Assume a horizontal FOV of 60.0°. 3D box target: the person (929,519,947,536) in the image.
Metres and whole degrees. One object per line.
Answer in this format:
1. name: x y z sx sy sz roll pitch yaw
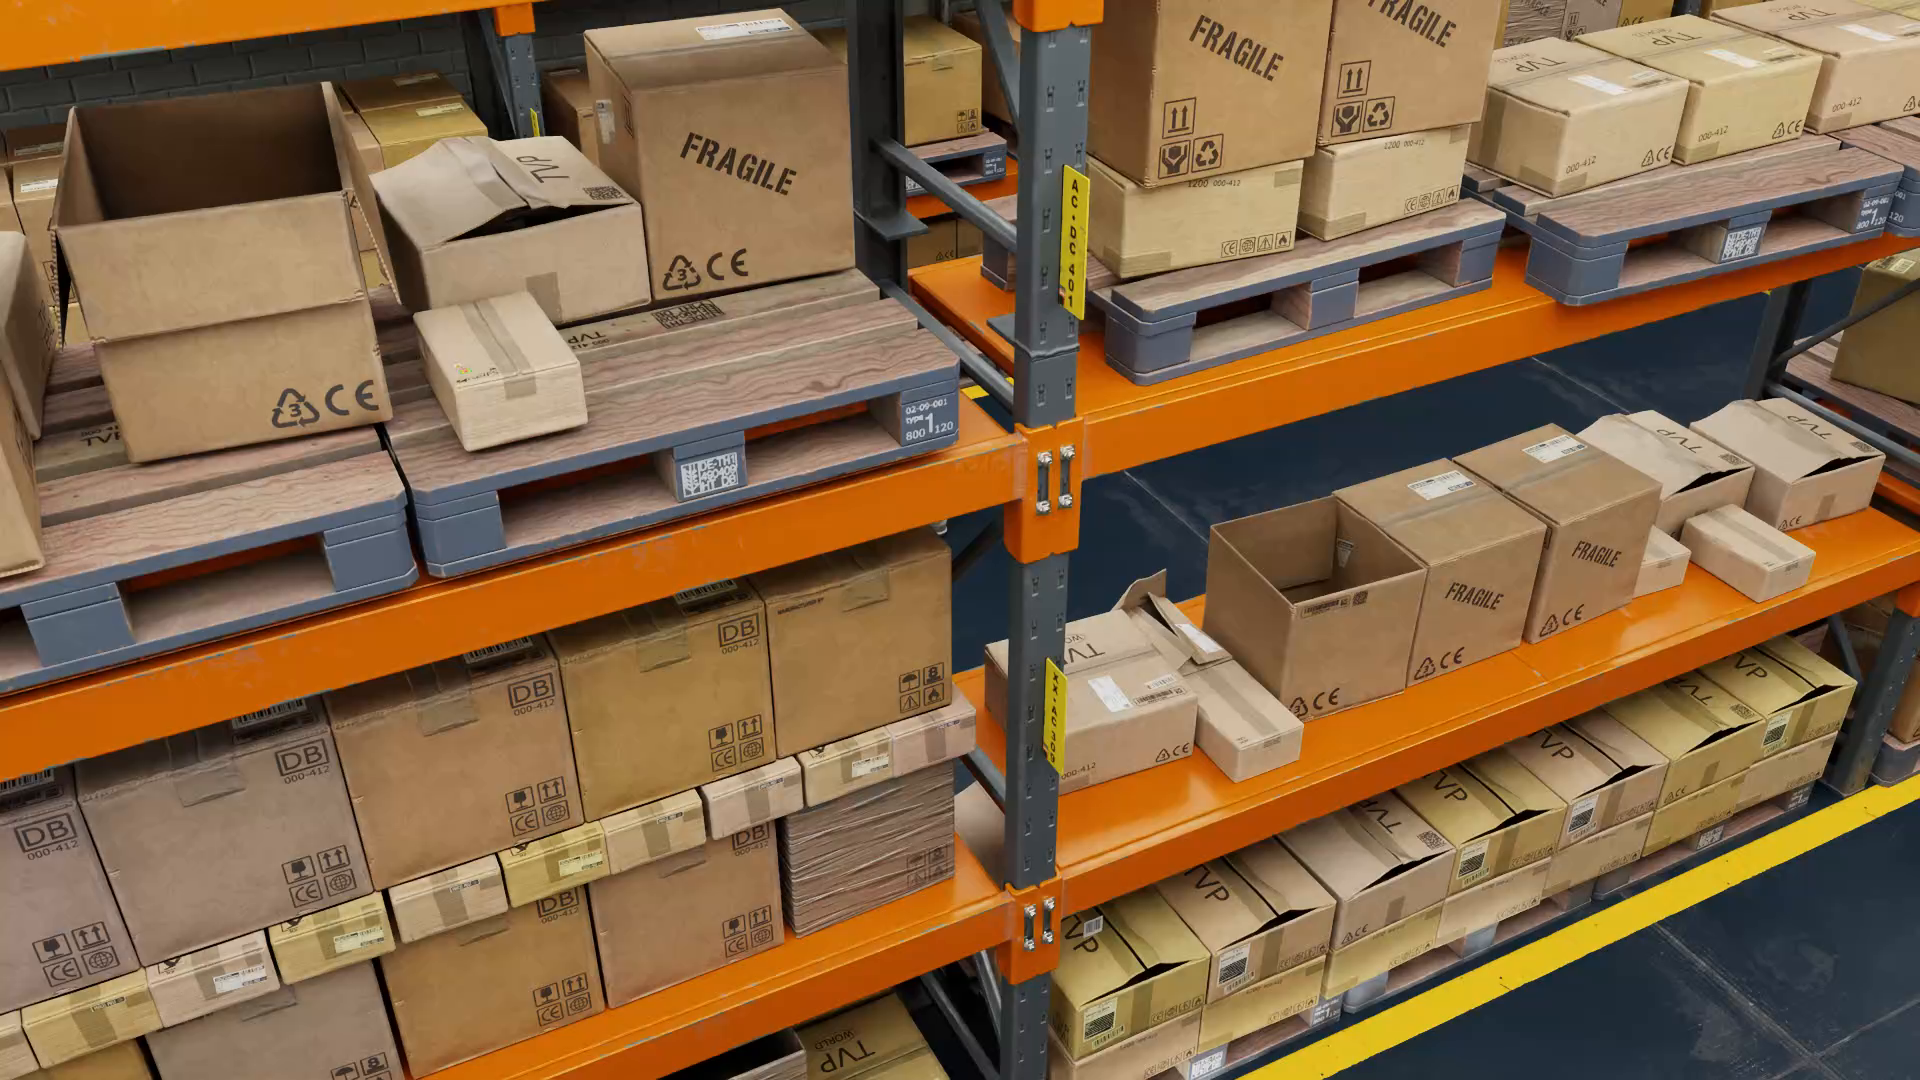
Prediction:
1. person: -0.308 -0.725 8.240 0.558 1.667 0.467 -17 37 -25
